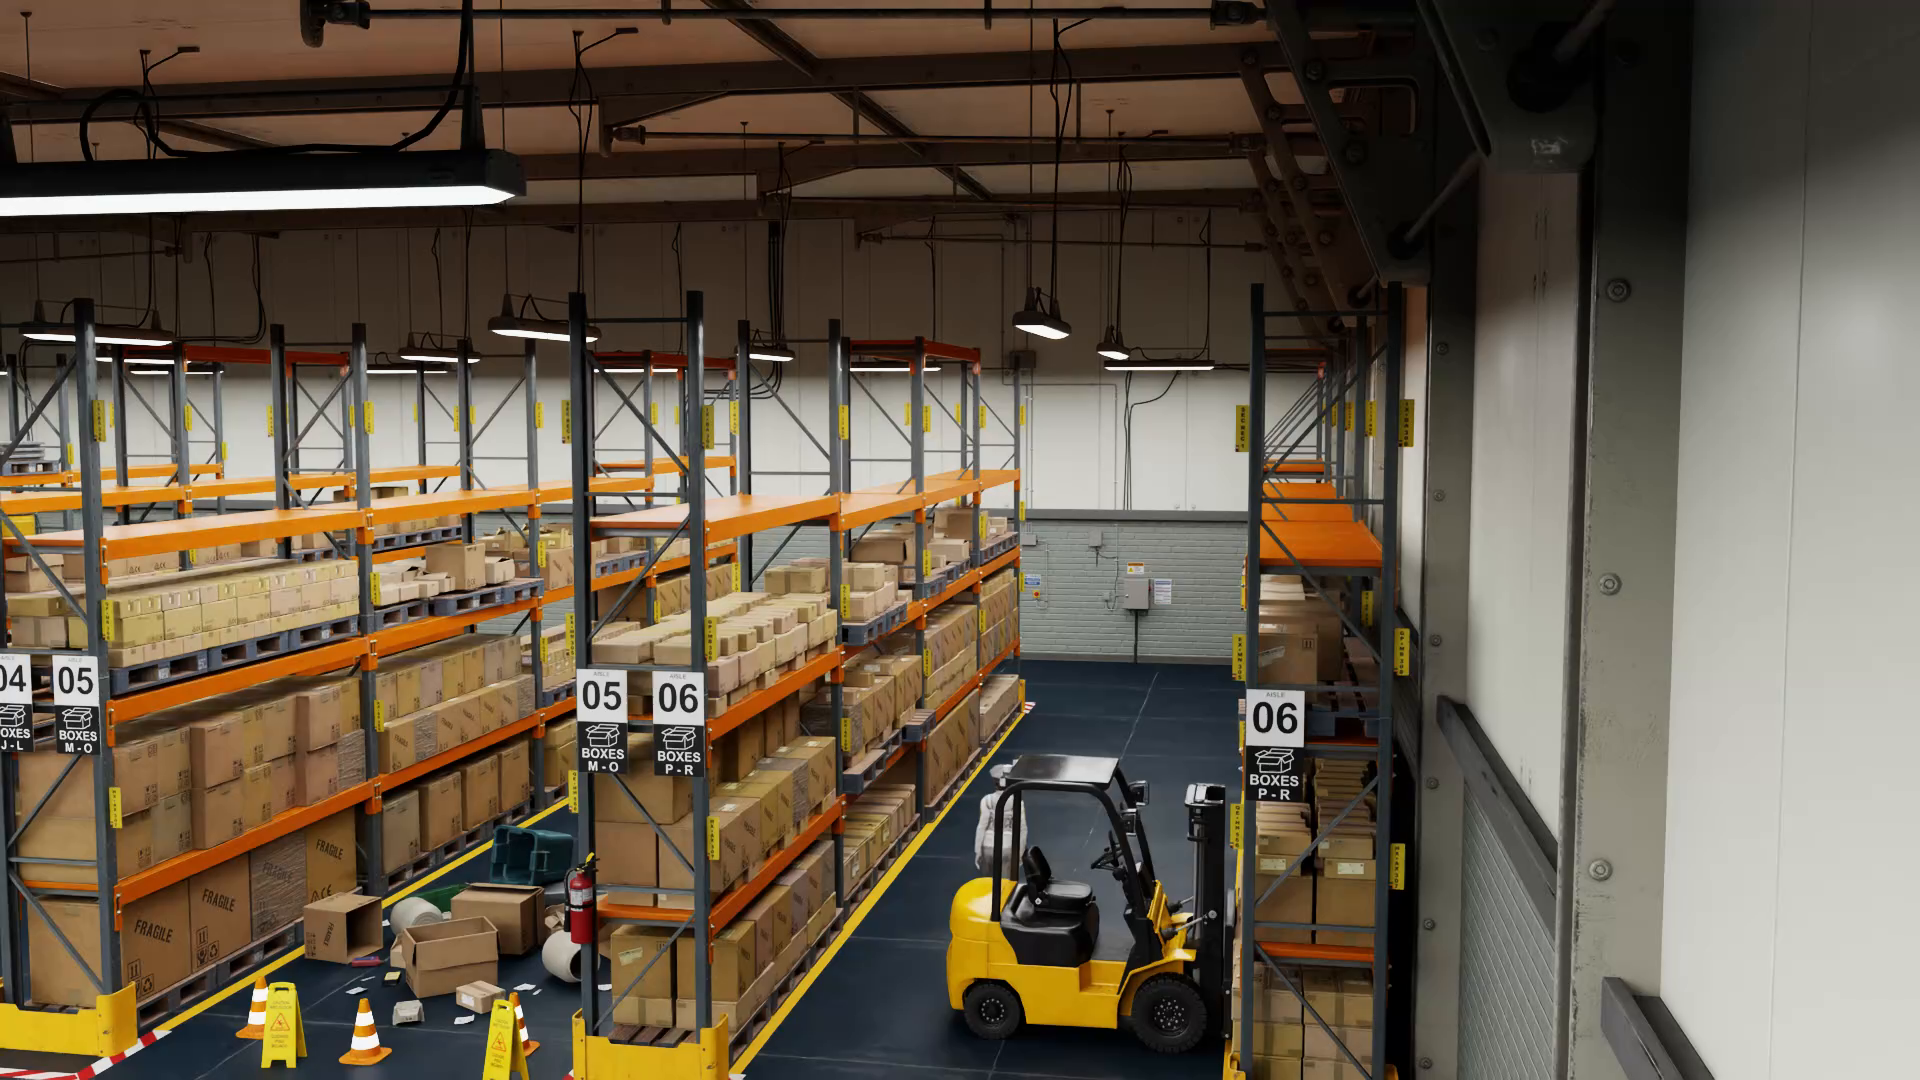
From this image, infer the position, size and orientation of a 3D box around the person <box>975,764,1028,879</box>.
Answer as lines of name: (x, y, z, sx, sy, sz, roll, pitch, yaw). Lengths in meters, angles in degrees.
person: (0.400, 3.058, 16.138, 0.504, 1.735, 0.579, 0, 5, 5)
